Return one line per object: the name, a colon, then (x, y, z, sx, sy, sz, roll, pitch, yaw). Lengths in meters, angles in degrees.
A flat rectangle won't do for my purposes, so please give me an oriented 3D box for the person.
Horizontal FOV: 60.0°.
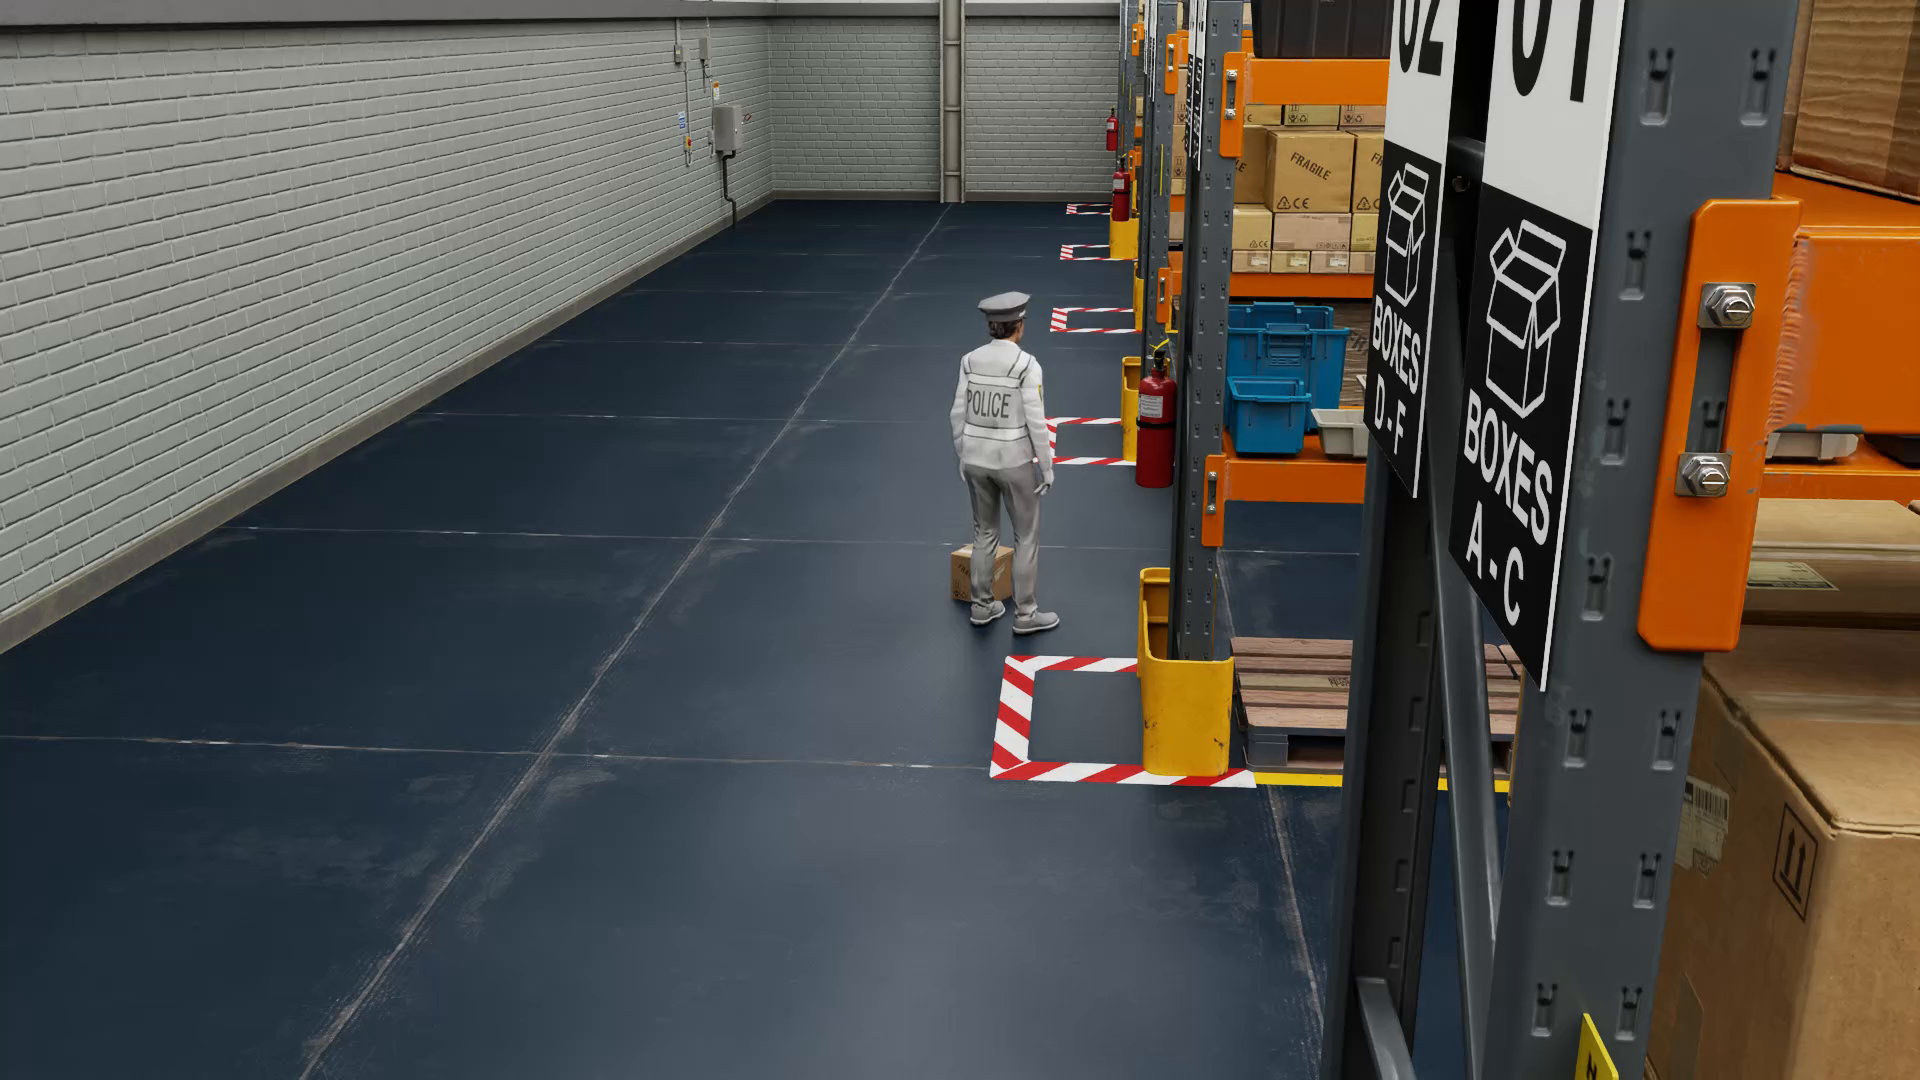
person: (0.209, -0.372, 8.211, 0.546, 1.667, 0.369, 11, 21, 30)
